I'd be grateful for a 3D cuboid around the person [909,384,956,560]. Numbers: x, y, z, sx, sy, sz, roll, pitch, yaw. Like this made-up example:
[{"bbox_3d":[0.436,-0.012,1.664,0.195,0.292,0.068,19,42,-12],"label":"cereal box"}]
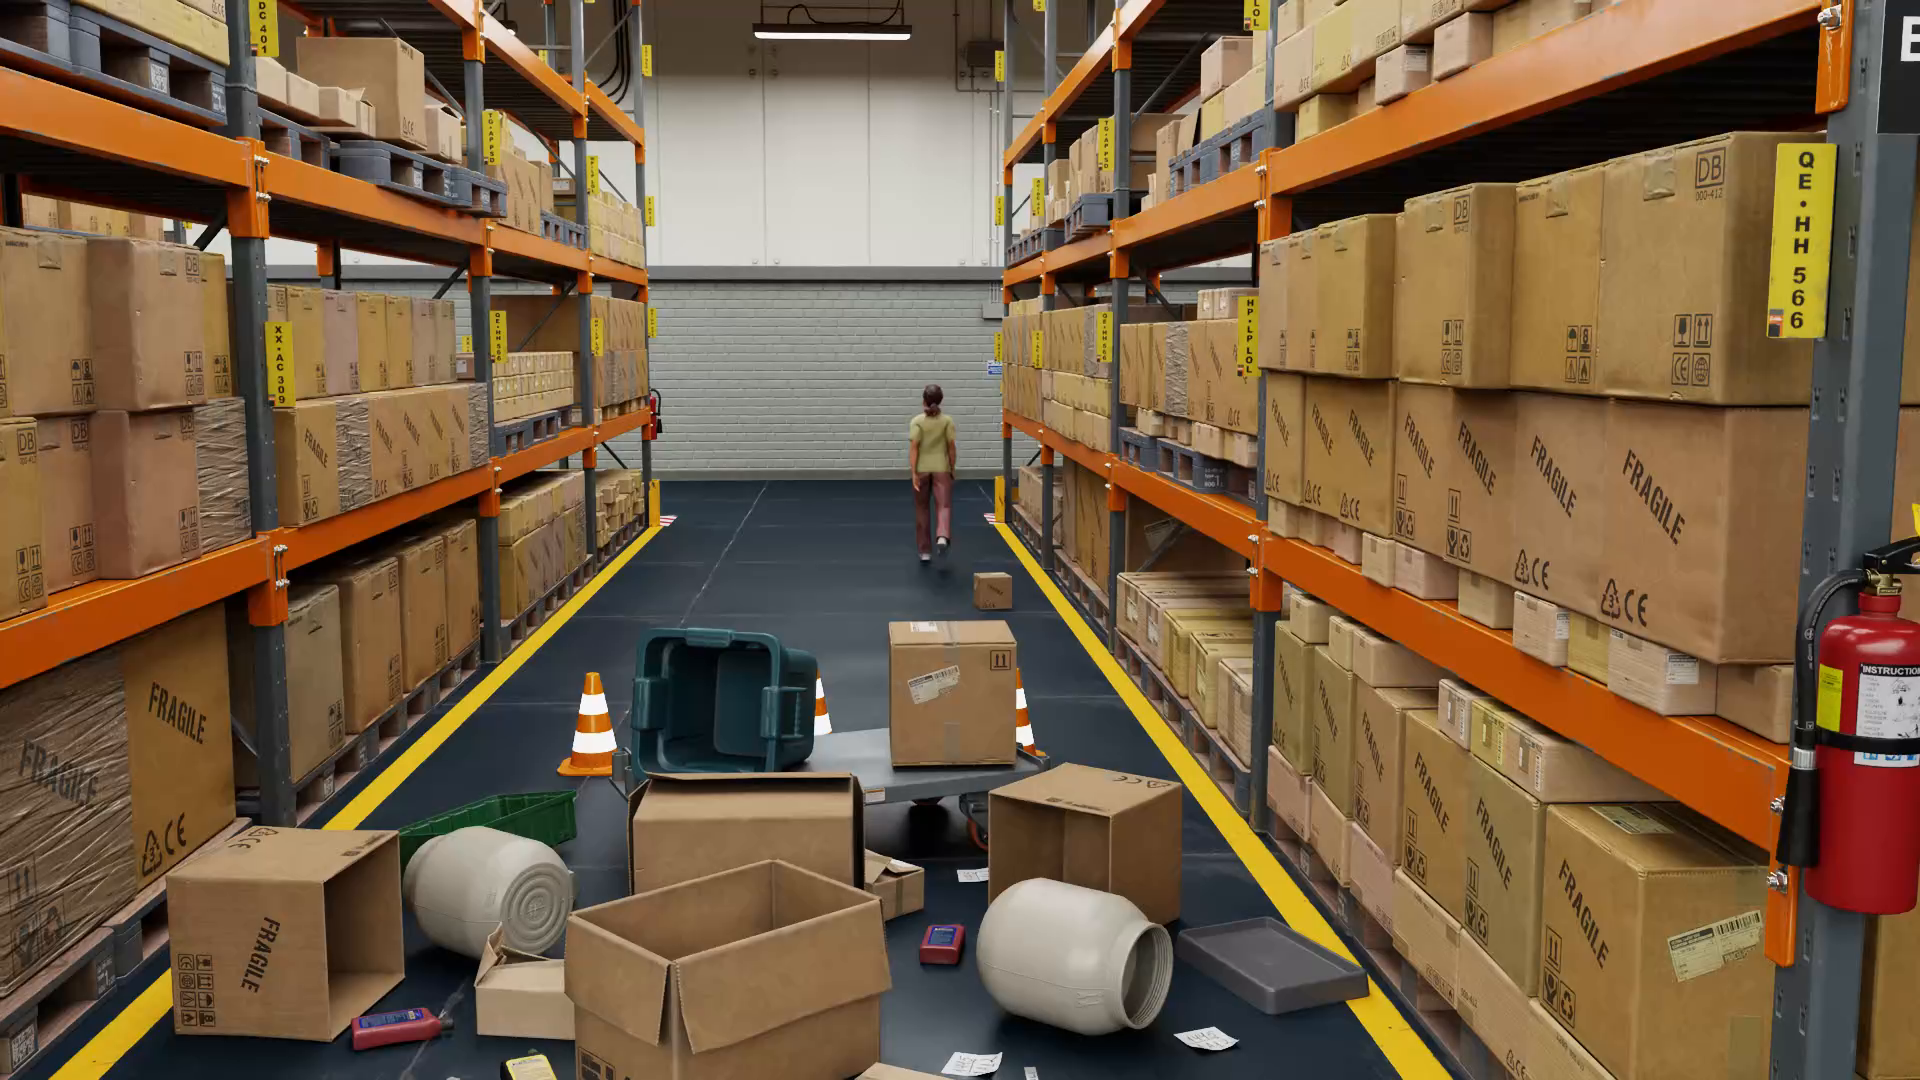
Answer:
[{"bbox_3d":[-0.251,-0.476,15.193,0.436,1.377,0.898,0,7,-2],"label":"person"}]
